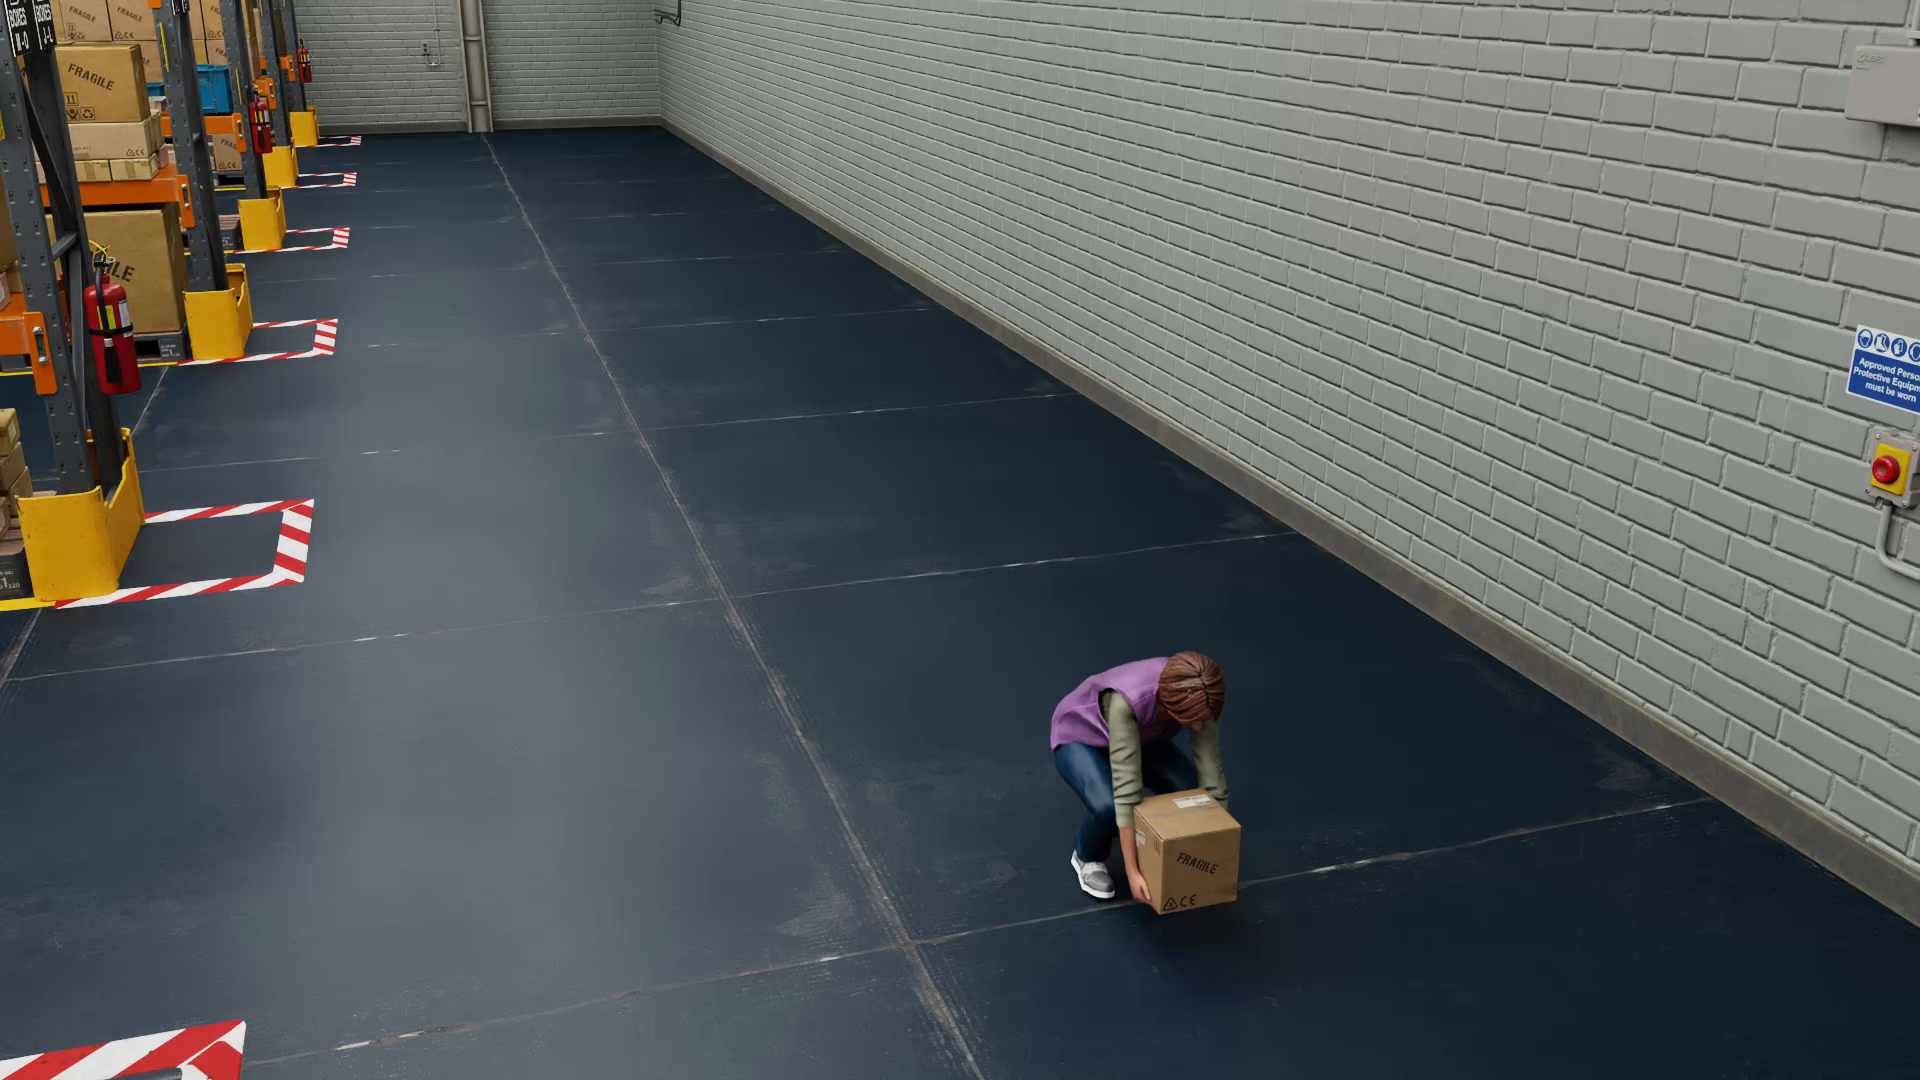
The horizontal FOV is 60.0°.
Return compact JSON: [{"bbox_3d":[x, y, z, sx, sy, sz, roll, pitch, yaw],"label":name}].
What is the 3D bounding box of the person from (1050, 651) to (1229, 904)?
[{"bbox_3d":[0.561,0.700,5.167,0.418,0.901,0.811,-7,21,-18],"label":"person"}]
